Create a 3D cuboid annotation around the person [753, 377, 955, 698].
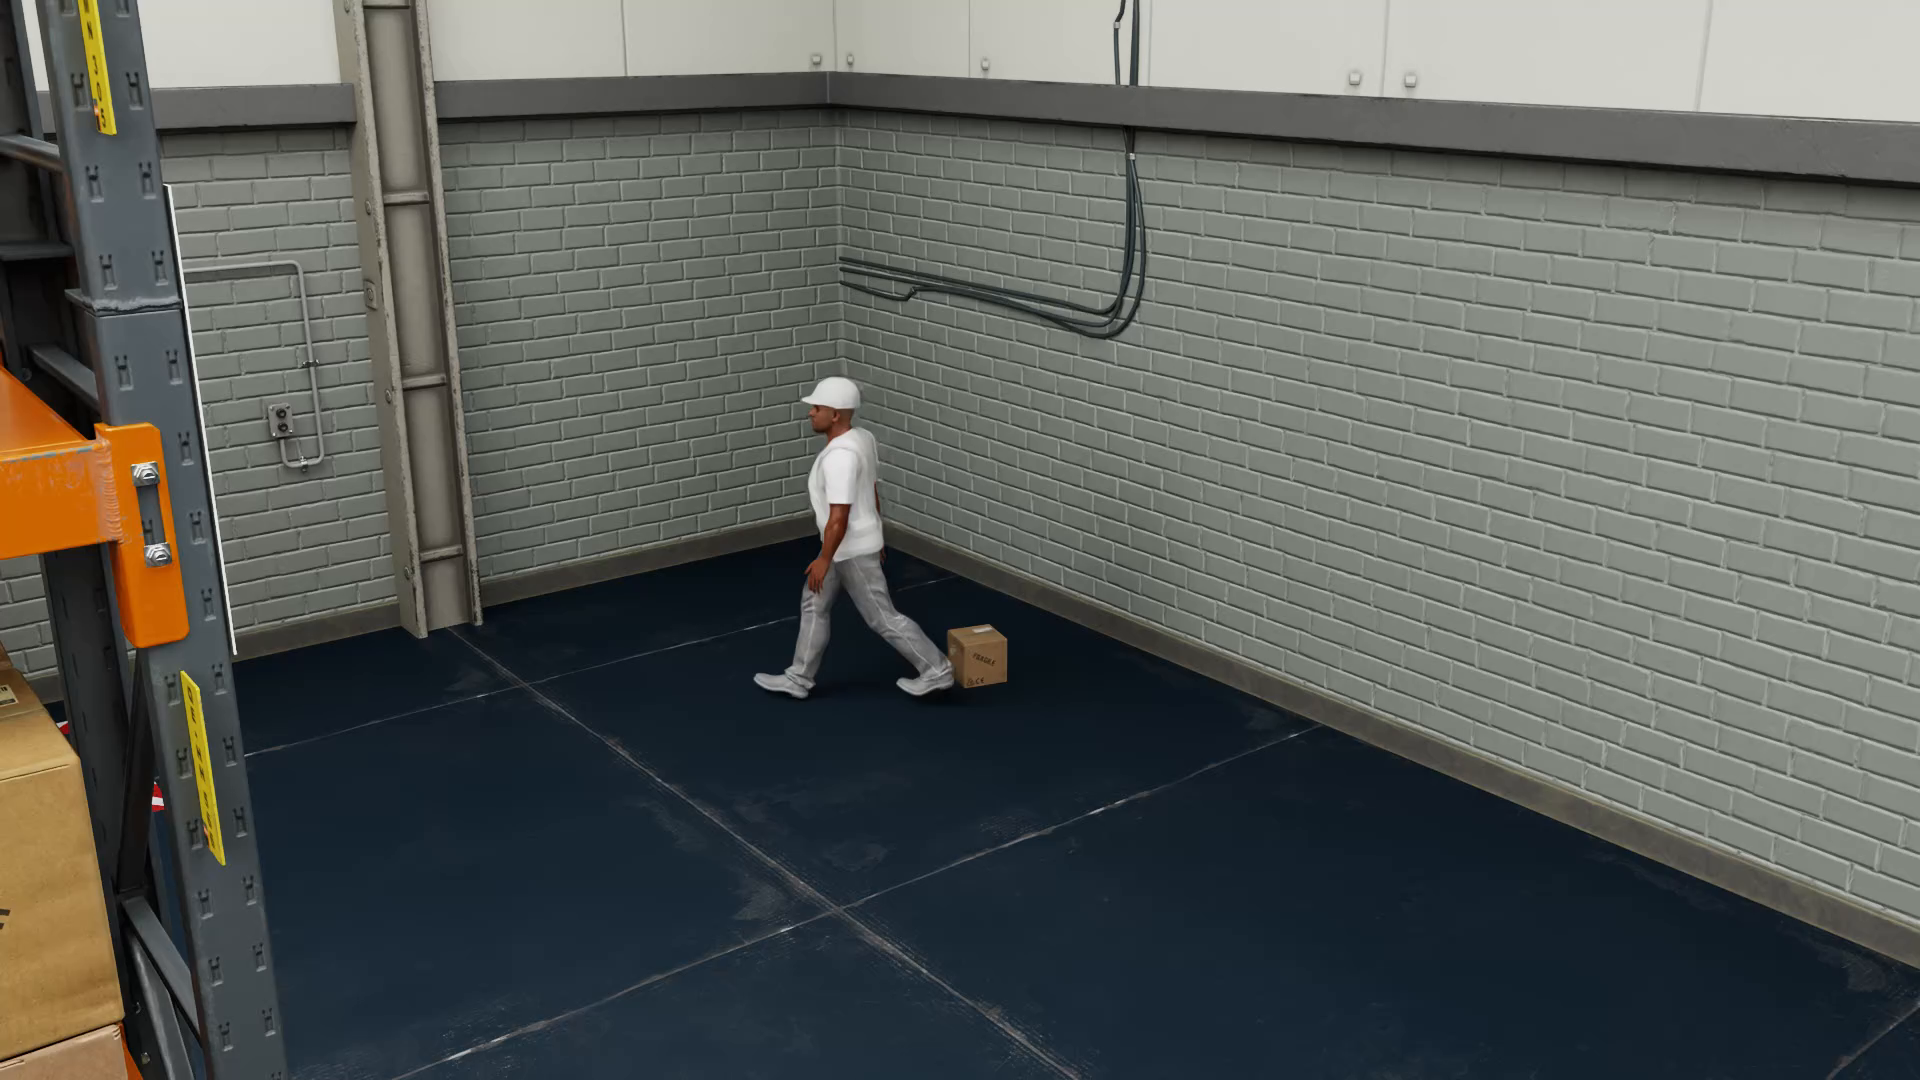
[{"bbox_3d":[-0.560,0.025,8.472,1.064,1.720,0.599,0,18,-1],"label":"person"}]
